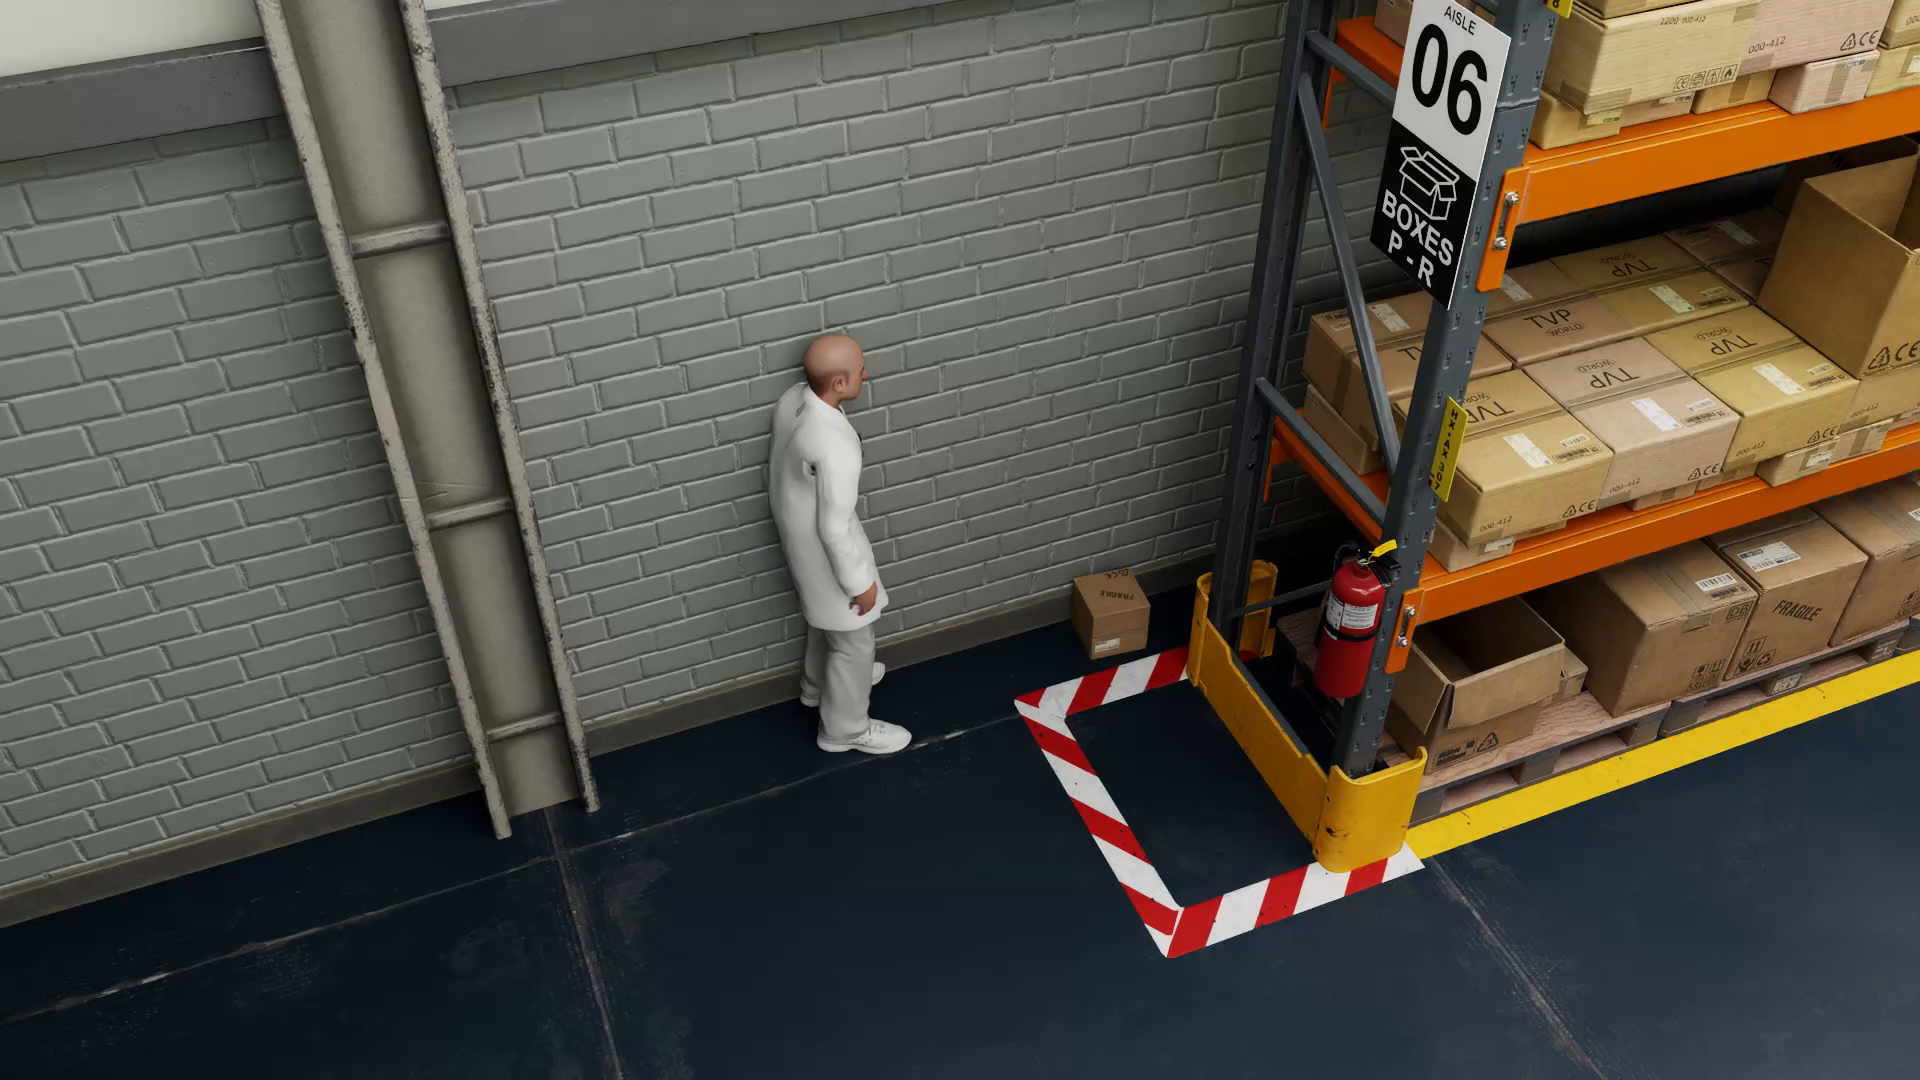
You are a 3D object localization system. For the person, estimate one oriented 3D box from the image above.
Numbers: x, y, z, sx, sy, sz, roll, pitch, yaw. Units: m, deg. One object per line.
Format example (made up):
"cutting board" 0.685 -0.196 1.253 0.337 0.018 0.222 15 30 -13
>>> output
"person" -0.469 0.011 6.158 0.426 1.773 0.652 -13 43 -14
